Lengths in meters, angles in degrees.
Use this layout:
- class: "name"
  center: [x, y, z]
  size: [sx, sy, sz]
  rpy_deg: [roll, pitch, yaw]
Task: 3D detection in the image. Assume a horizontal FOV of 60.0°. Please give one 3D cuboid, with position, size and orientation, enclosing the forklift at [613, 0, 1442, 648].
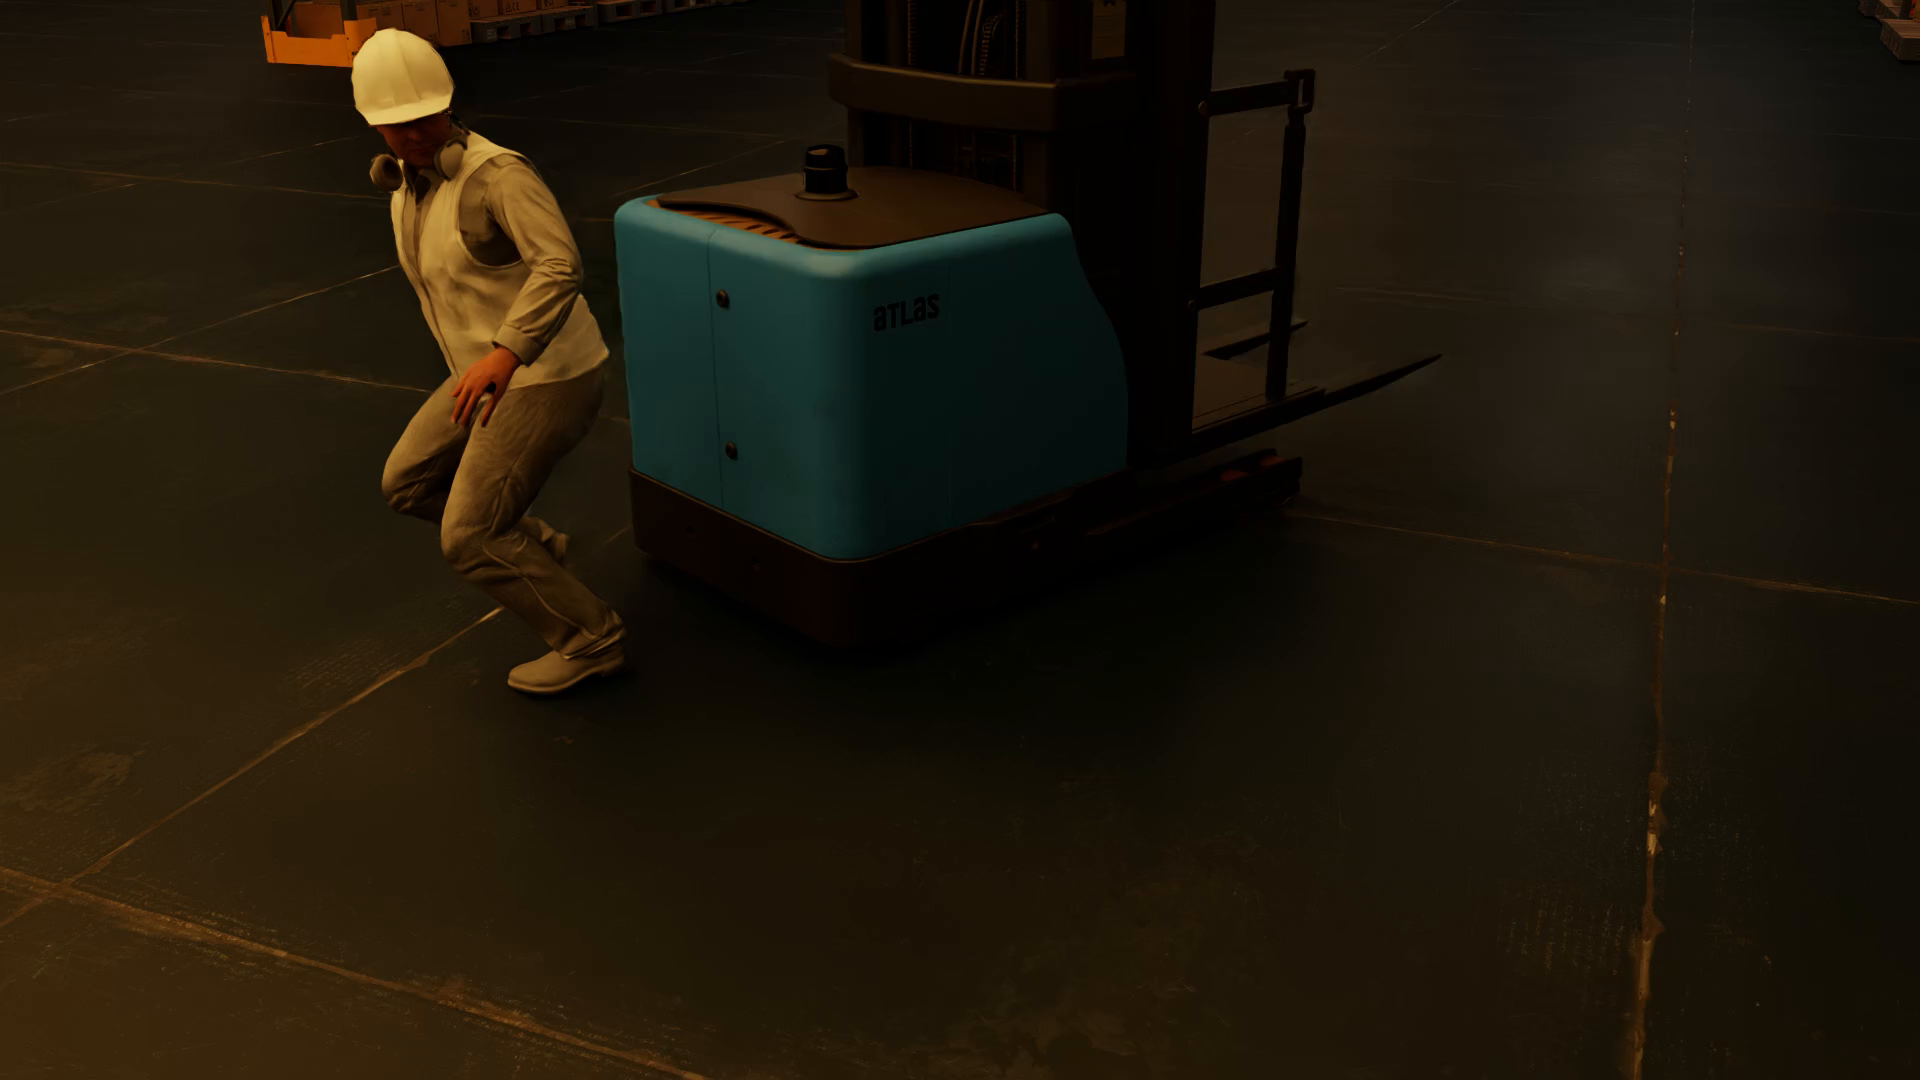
- class: "forklift"
  center: [0.461, -1.539, 4.974]
  size: [3.031, 2.935, 1.130]
  rpy_deg: [-20, 30, -39]

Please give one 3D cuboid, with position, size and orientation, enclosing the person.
- class: "person"
  center: [-1.181, -0.428, 4.129]
  size: [0.511, 1.648, 0.960]
  rpy_deg: [-15, 27, -32]
